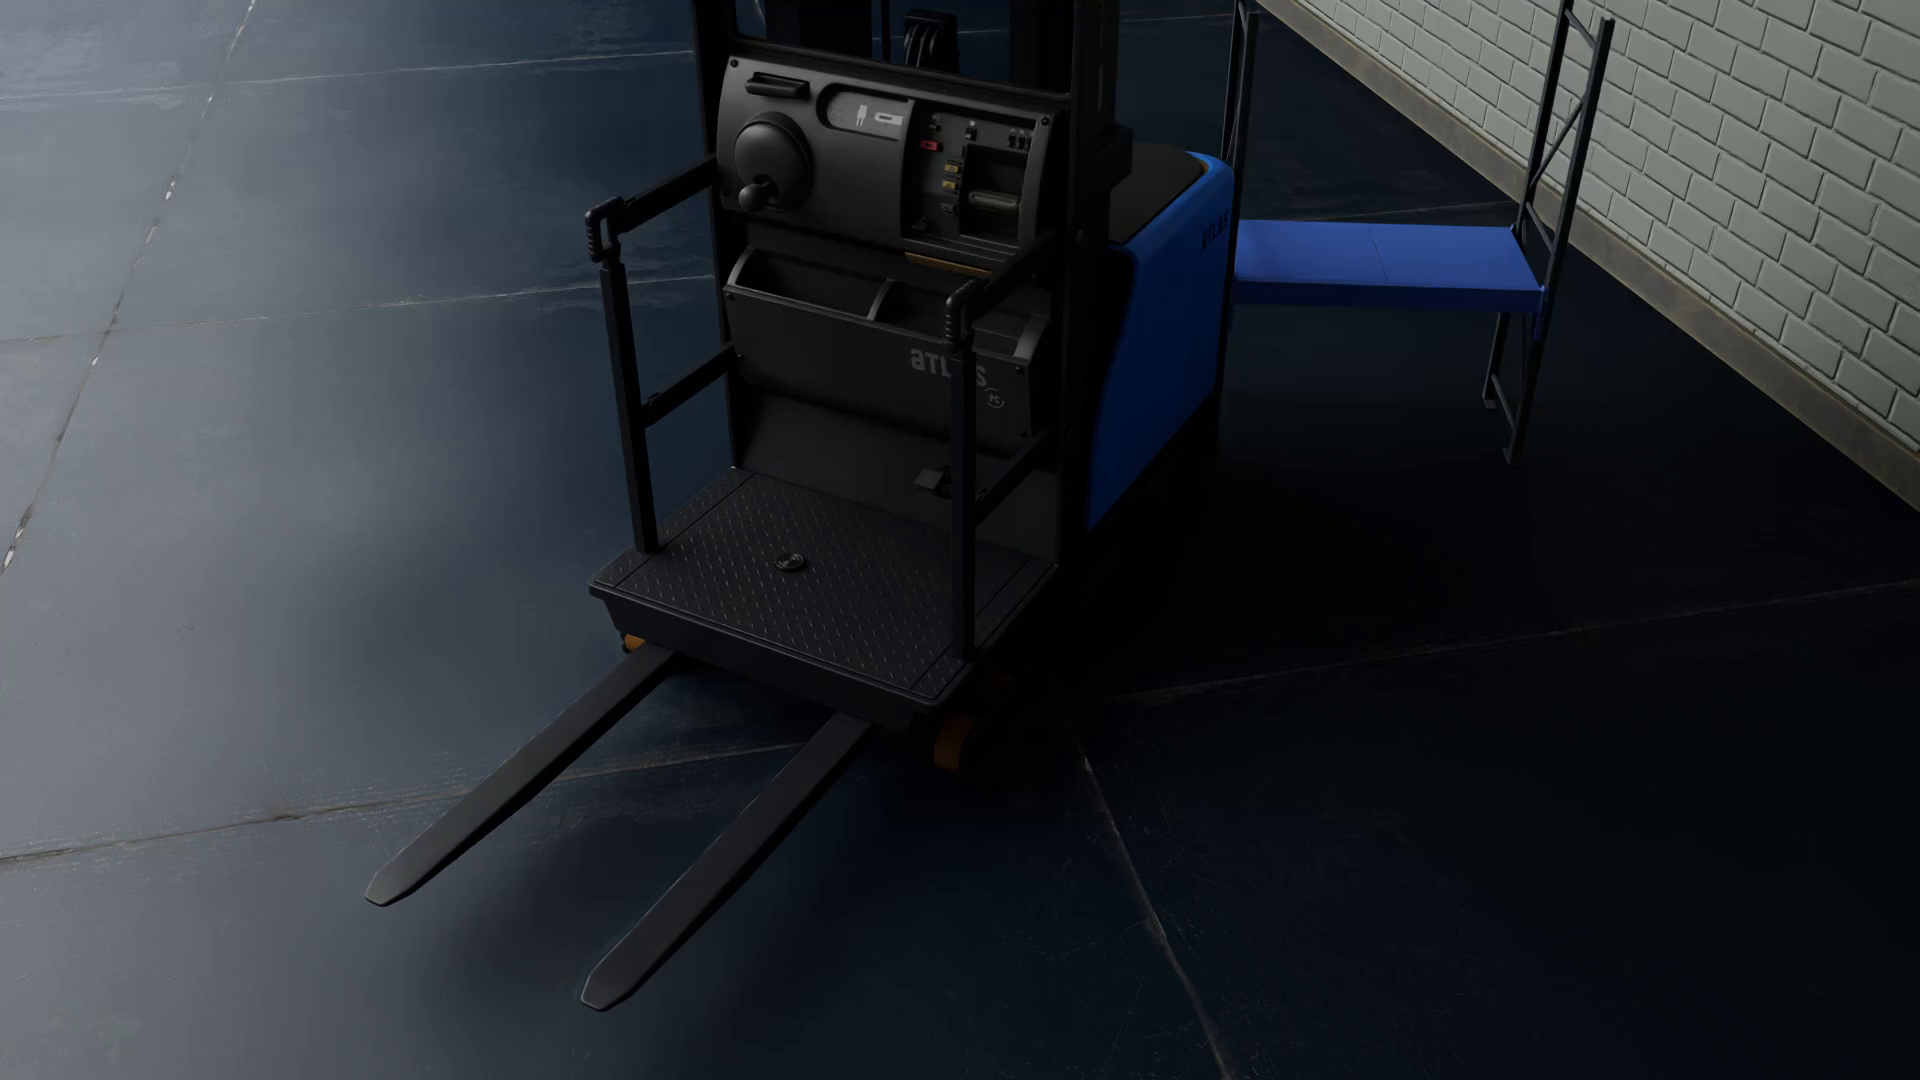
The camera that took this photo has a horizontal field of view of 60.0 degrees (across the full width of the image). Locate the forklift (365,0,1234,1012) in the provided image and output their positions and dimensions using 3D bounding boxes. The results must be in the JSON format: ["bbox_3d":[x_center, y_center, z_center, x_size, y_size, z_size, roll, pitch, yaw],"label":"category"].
[{"bbox_3d":[-0.300,-0.894,3.952,1.130,2.935,3.031,17,37,23],"label":"forklift"}]

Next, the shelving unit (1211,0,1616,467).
[{"bbox_3d":[1.383,-1.031,5.440,1.048,1.500,0.538,2,34,4],"label":"shelving unit"}]

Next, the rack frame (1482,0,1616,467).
[{"bbox_3d":[1.890,-1.009,5.408,0.032,1.500,0.500,2,34,4],"label":"rack frame"}]

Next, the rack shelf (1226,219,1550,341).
[{"bbox_3d":[1.383,-0.881,5.540,1.000,0.185,0.538,2,34,4],"label":"rack shelf"}]

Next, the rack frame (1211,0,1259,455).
[{"bbox_3d":[0.876,-1.052,5.471,0.032,1.500,0.500,2,34,4],"label":"rack frame"}]
